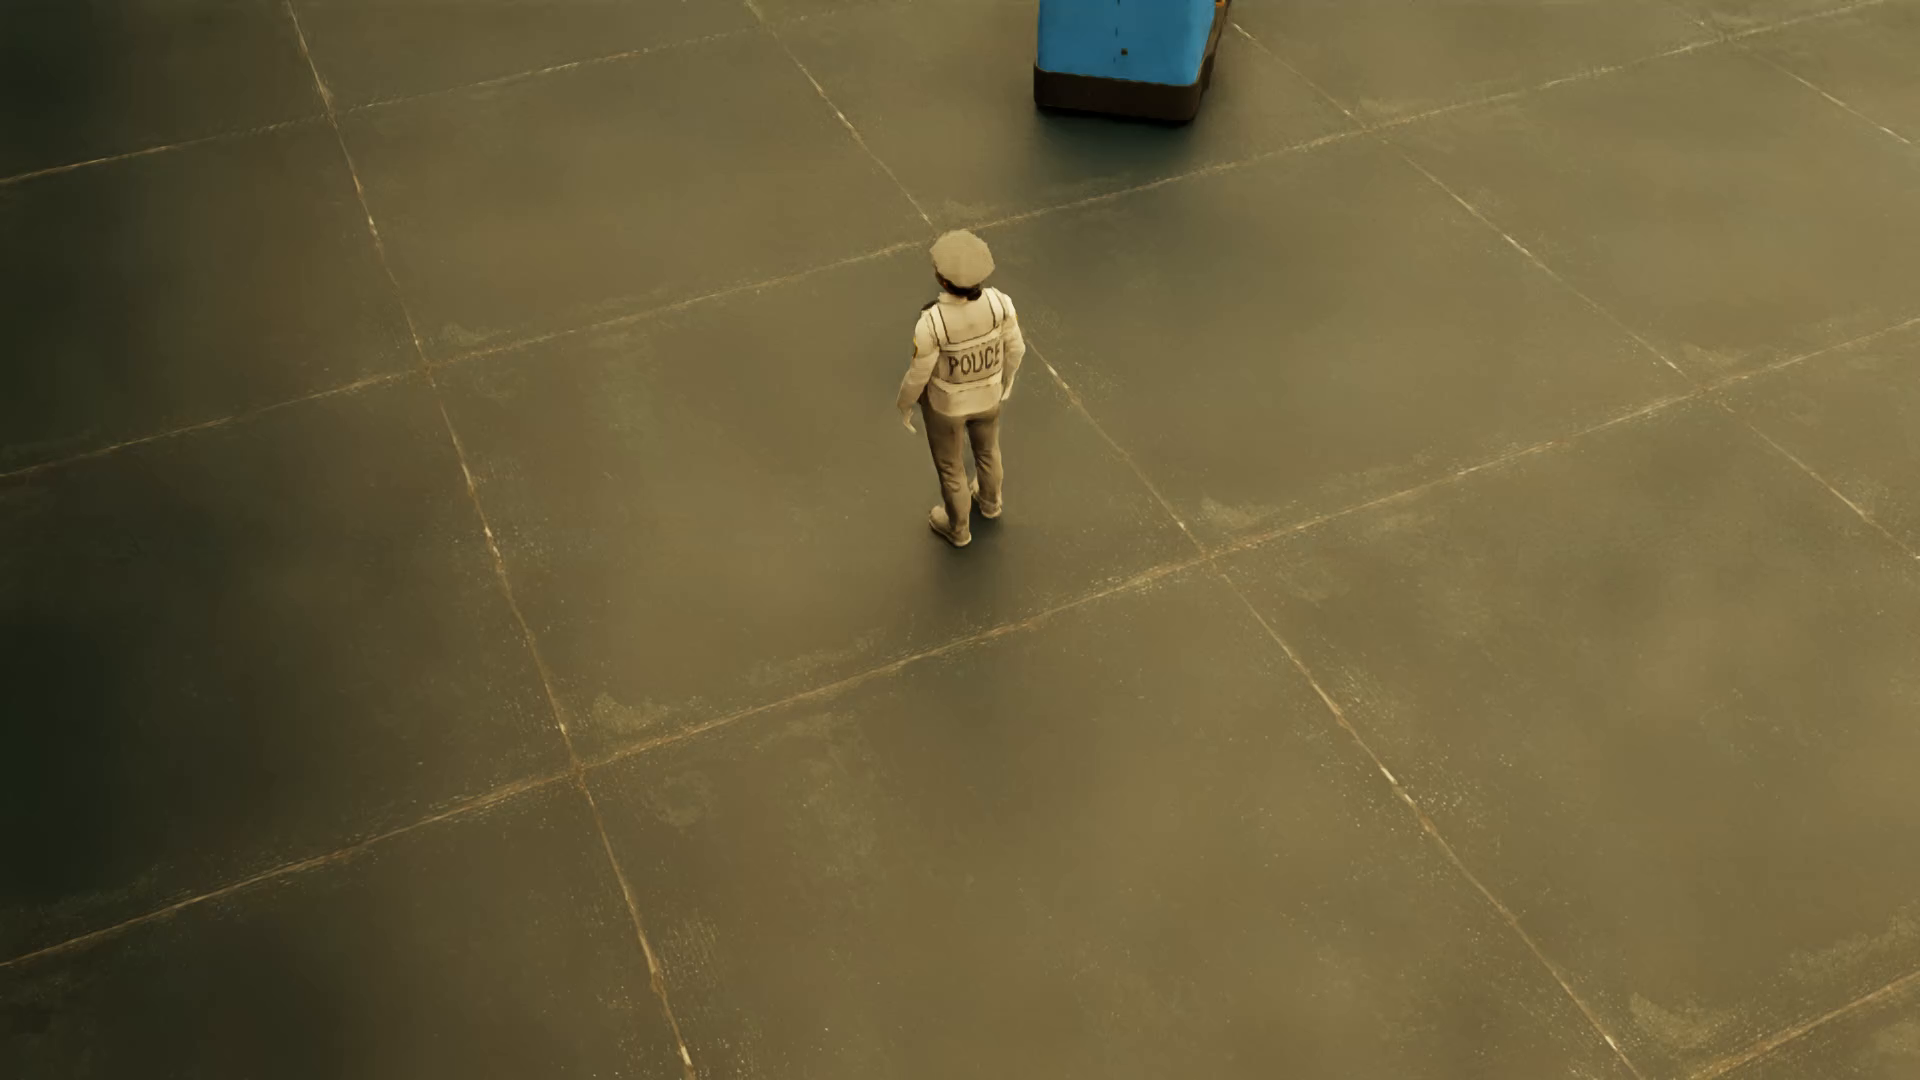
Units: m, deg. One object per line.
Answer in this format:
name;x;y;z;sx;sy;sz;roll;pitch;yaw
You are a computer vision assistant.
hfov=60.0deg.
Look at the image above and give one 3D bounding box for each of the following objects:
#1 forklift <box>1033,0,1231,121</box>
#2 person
forklift;1.316;-4.758;10.778;1.130;2.935;3.031;9;44;10
person;-0.022;-0.669;7.292;0.586;1.695;0.532;-18;46;-18
